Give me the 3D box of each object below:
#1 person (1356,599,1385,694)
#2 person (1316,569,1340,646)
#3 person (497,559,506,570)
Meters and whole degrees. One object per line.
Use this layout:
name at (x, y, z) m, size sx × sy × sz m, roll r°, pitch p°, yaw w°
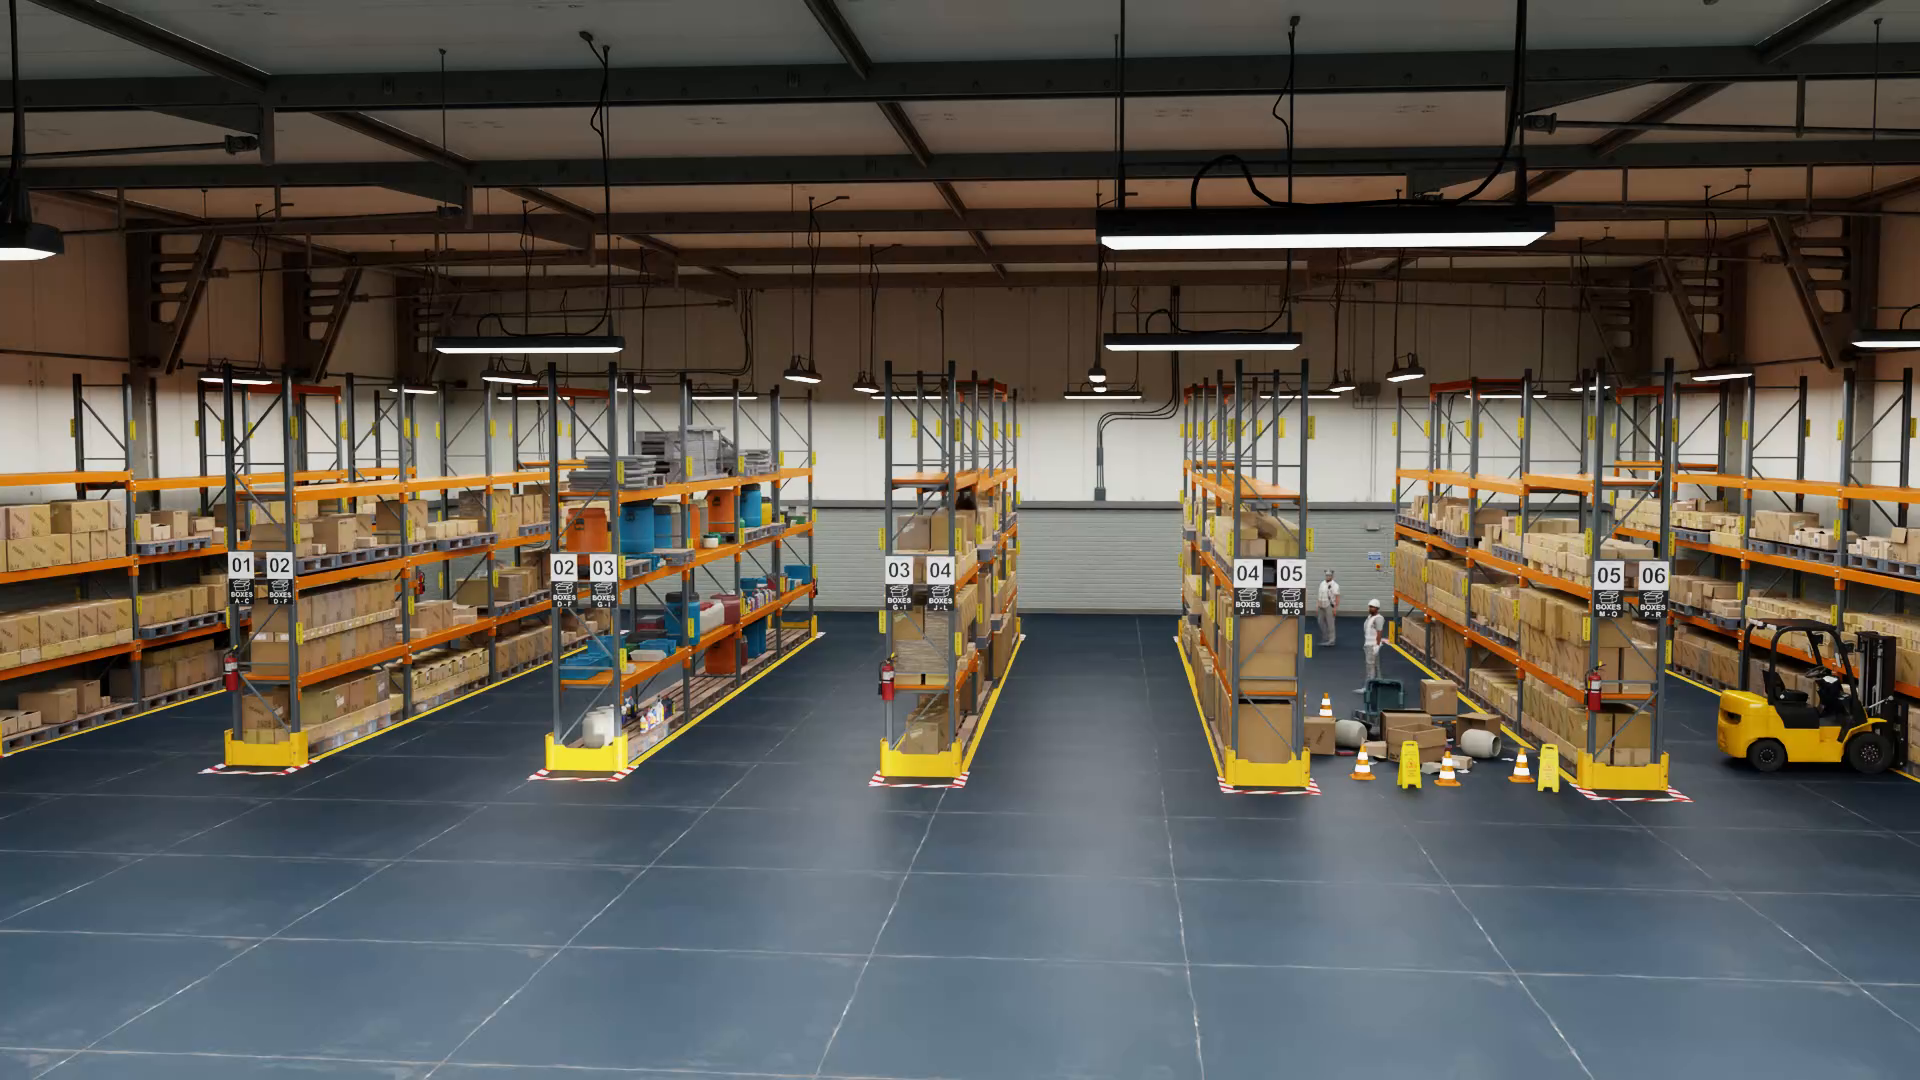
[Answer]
person at (7.855, 2.027, 31.769) m, size 0.513 × 1.785 × 0.617 m, roll 1°, pitch 4°, yaw 17°
person at (8.566, 1.595, 38.796) m, size 0.418 × 1.829 × 0.590 m, roll -1°, pitch 4°, yaw -22°
person at (-11.803, 1.311, 43.117) m, size 0.443 × 1.678 × 0.501 m, roll 1°, pitch 4°, yaw 14°
